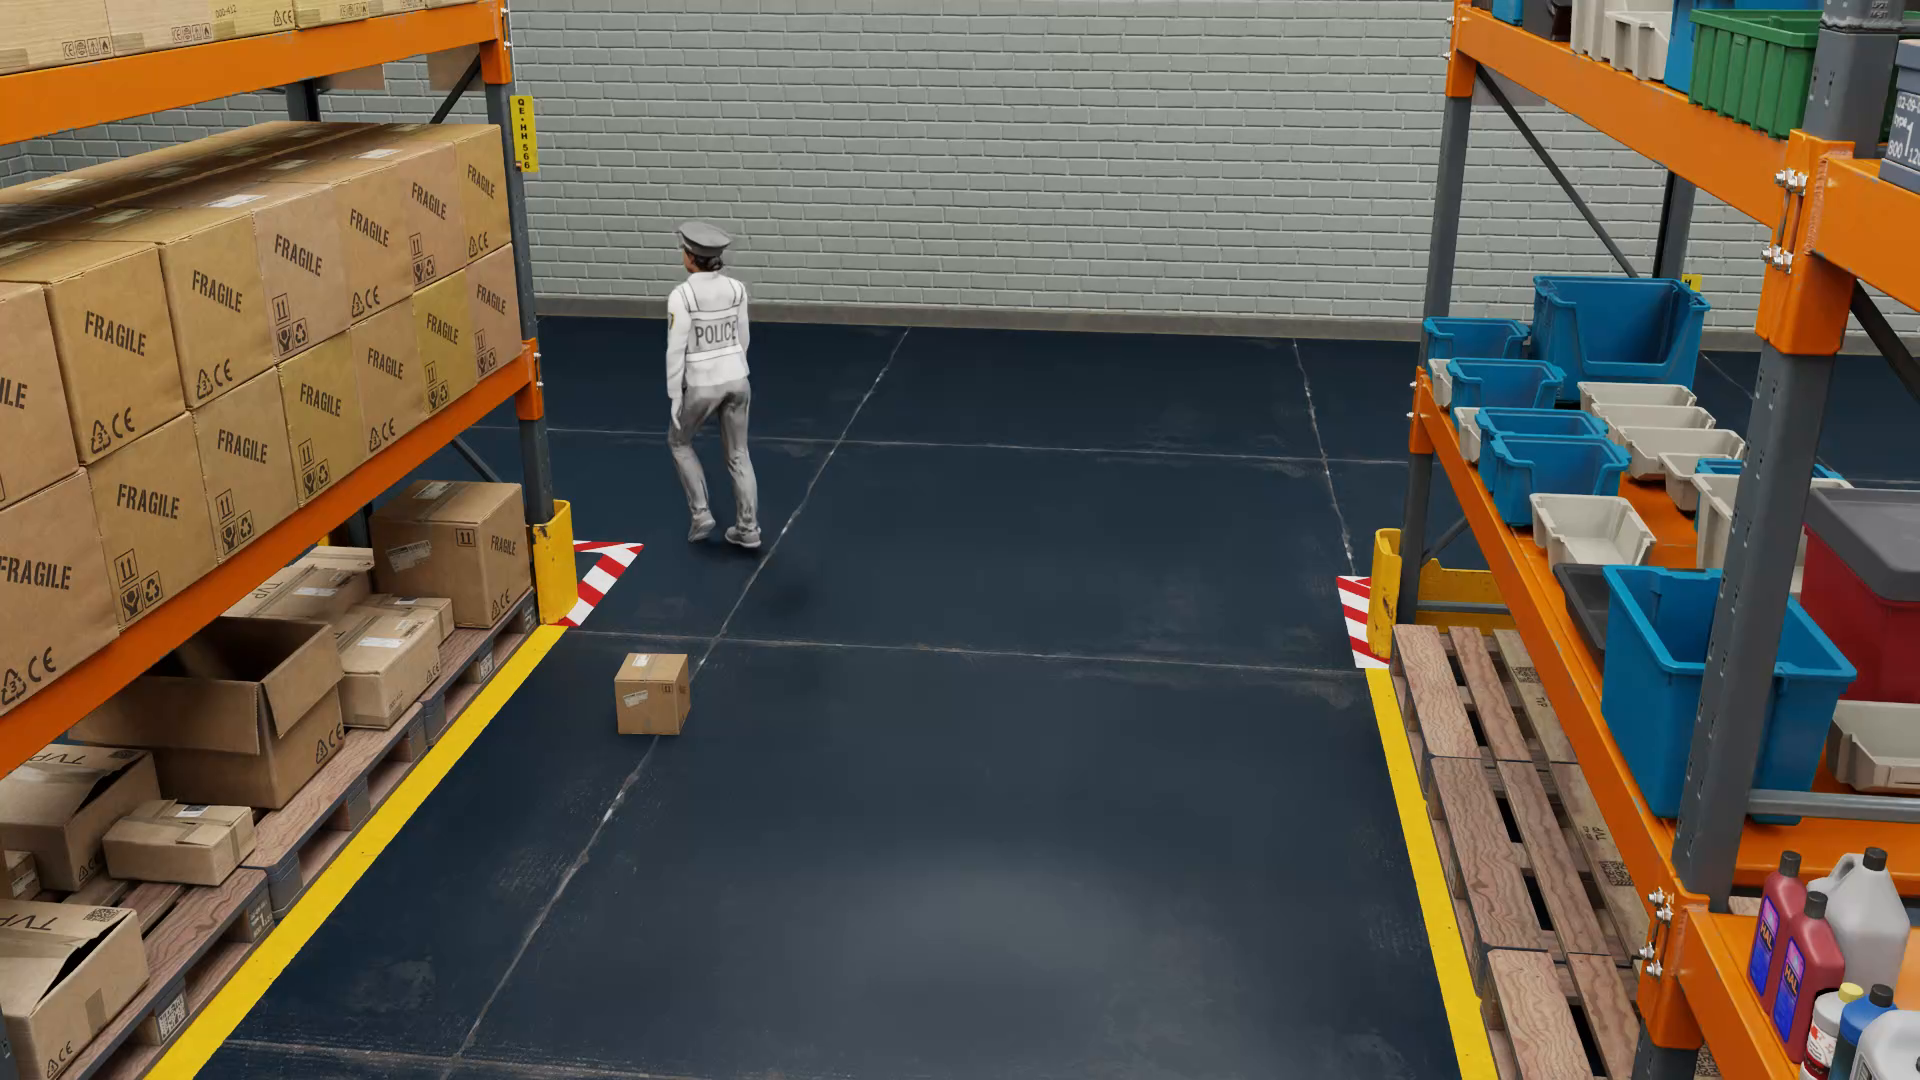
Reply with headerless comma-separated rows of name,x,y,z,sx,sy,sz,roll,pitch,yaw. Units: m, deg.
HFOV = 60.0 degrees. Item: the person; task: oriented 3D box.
person,-1.269,-0.754,8.476,0.536,1.717,0.532,-17,27,-37
